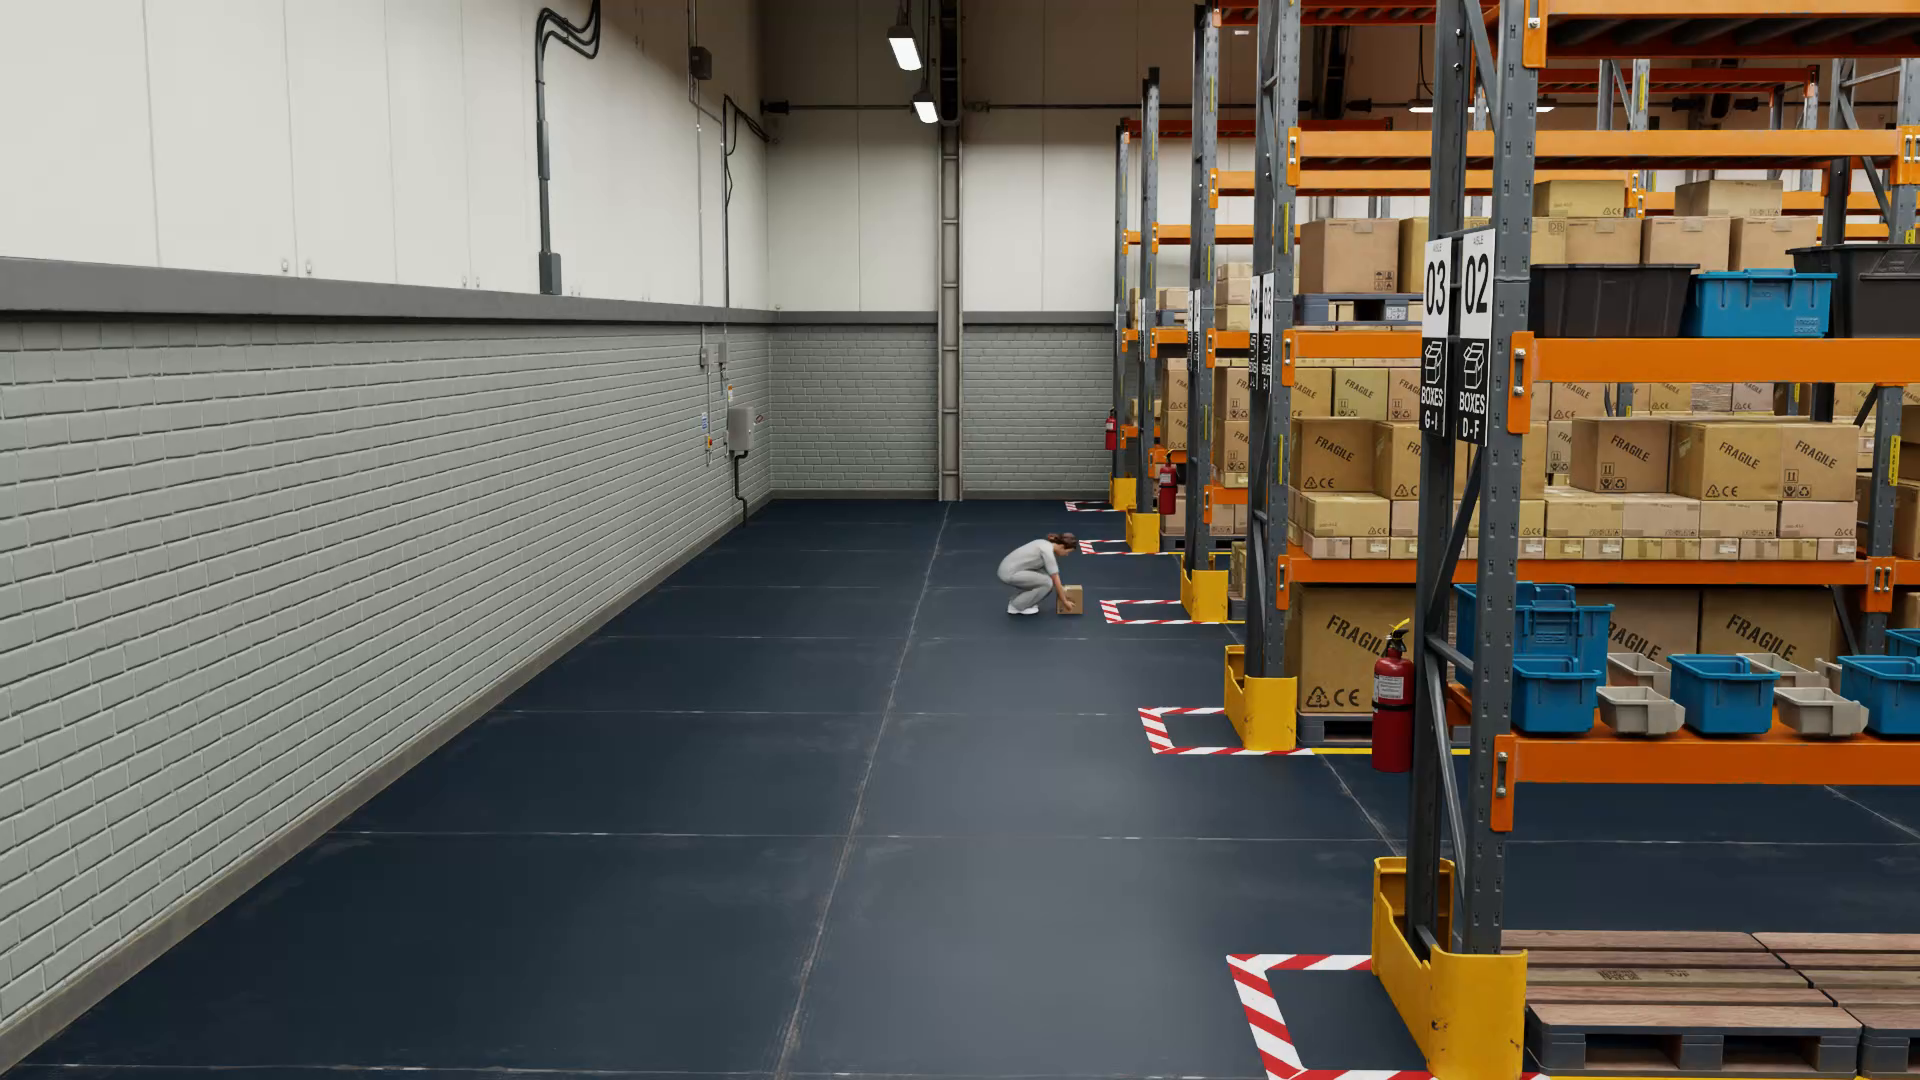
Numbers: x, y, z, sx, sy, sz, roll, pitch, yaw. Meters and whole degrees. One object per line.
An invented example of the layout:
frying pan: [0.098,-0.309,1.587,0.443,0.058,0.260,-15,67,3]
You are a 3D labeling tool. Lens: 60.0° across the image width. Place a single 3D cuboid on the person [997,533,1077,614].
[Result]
person: [0.775,0.329,16.688,0.804,0.805,0.478,0,7,1]
